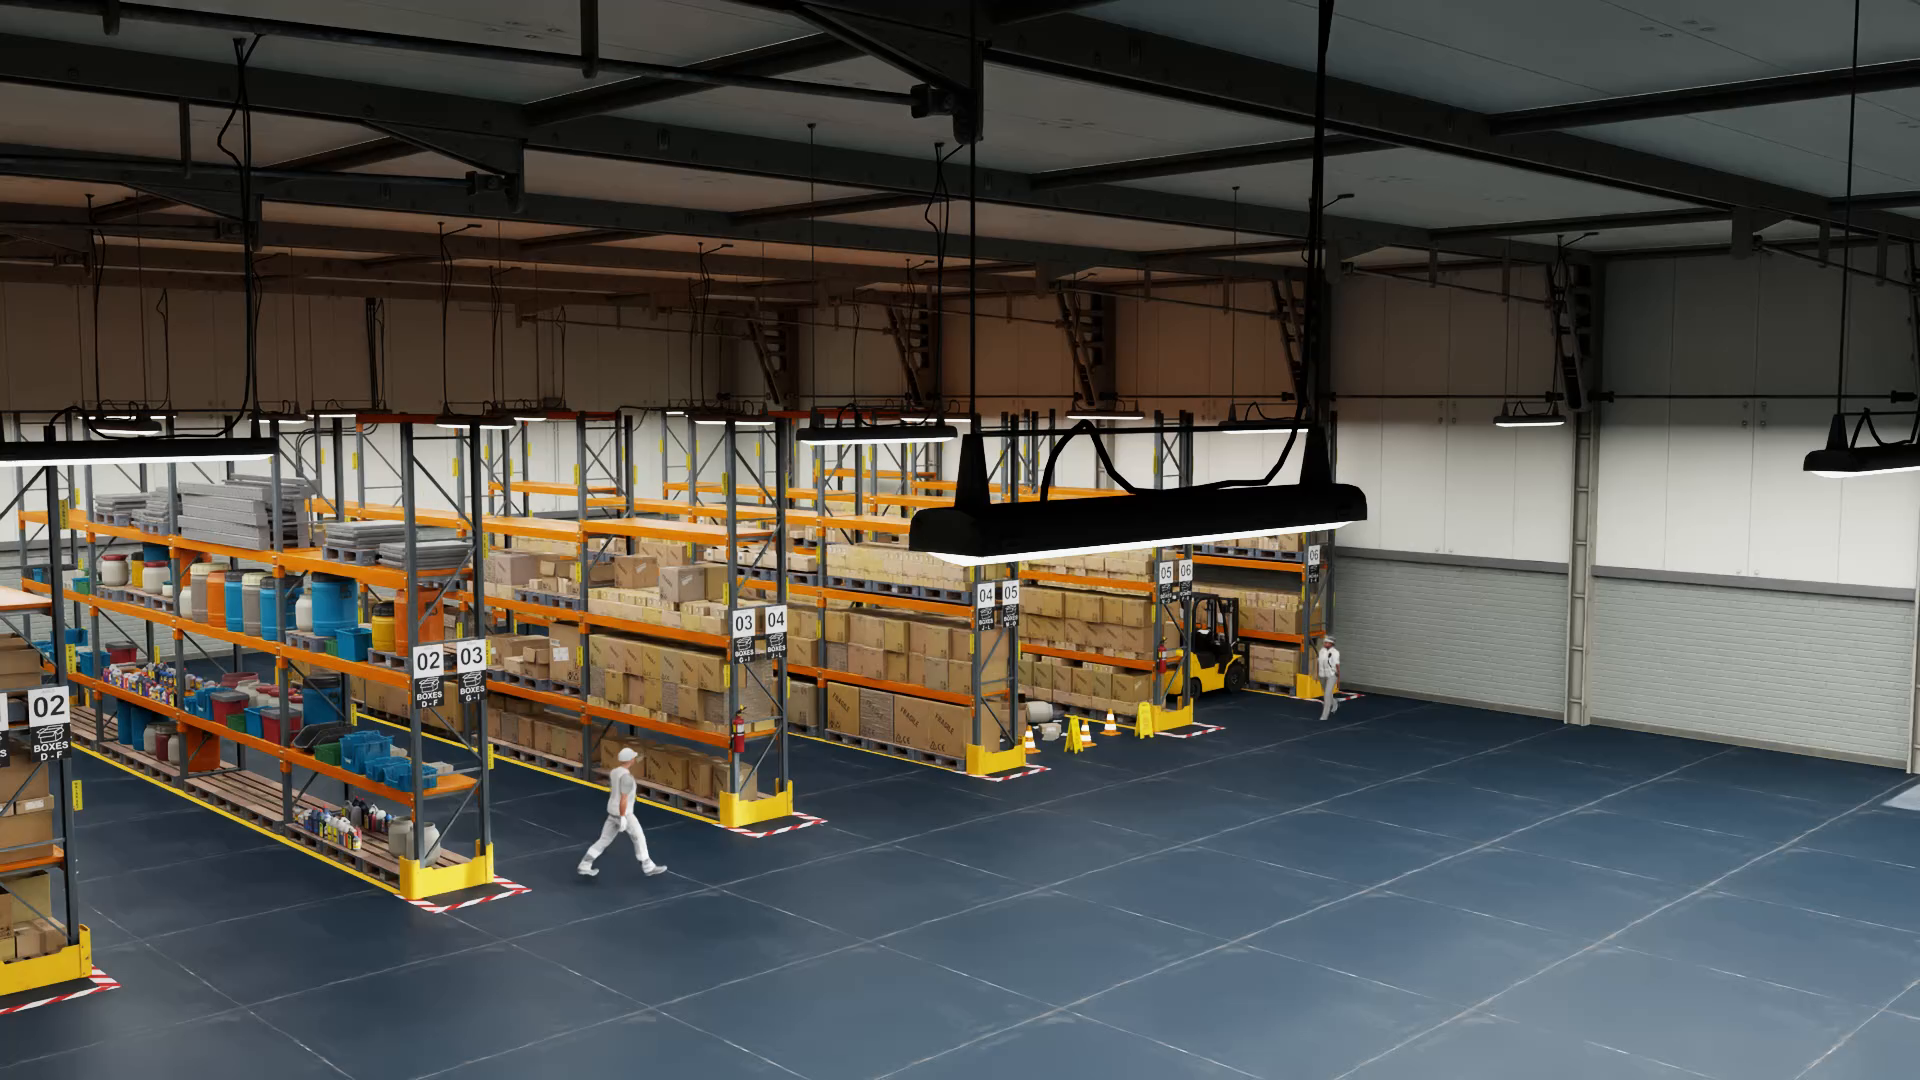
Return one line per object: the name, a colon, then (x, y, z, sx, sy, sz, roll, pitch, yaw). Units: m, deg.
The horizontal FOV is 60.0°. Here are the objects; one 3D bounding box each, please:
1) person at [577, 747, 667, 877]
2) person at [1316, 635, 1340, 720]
person: (-4.451, 3.556, 21.786, 1.130, 1.678, 0.569, -3, 6, -28)
person: (7.246, 2.662, 32.631, 0.480, 1.649, 0.923, 4, 6, 39)
